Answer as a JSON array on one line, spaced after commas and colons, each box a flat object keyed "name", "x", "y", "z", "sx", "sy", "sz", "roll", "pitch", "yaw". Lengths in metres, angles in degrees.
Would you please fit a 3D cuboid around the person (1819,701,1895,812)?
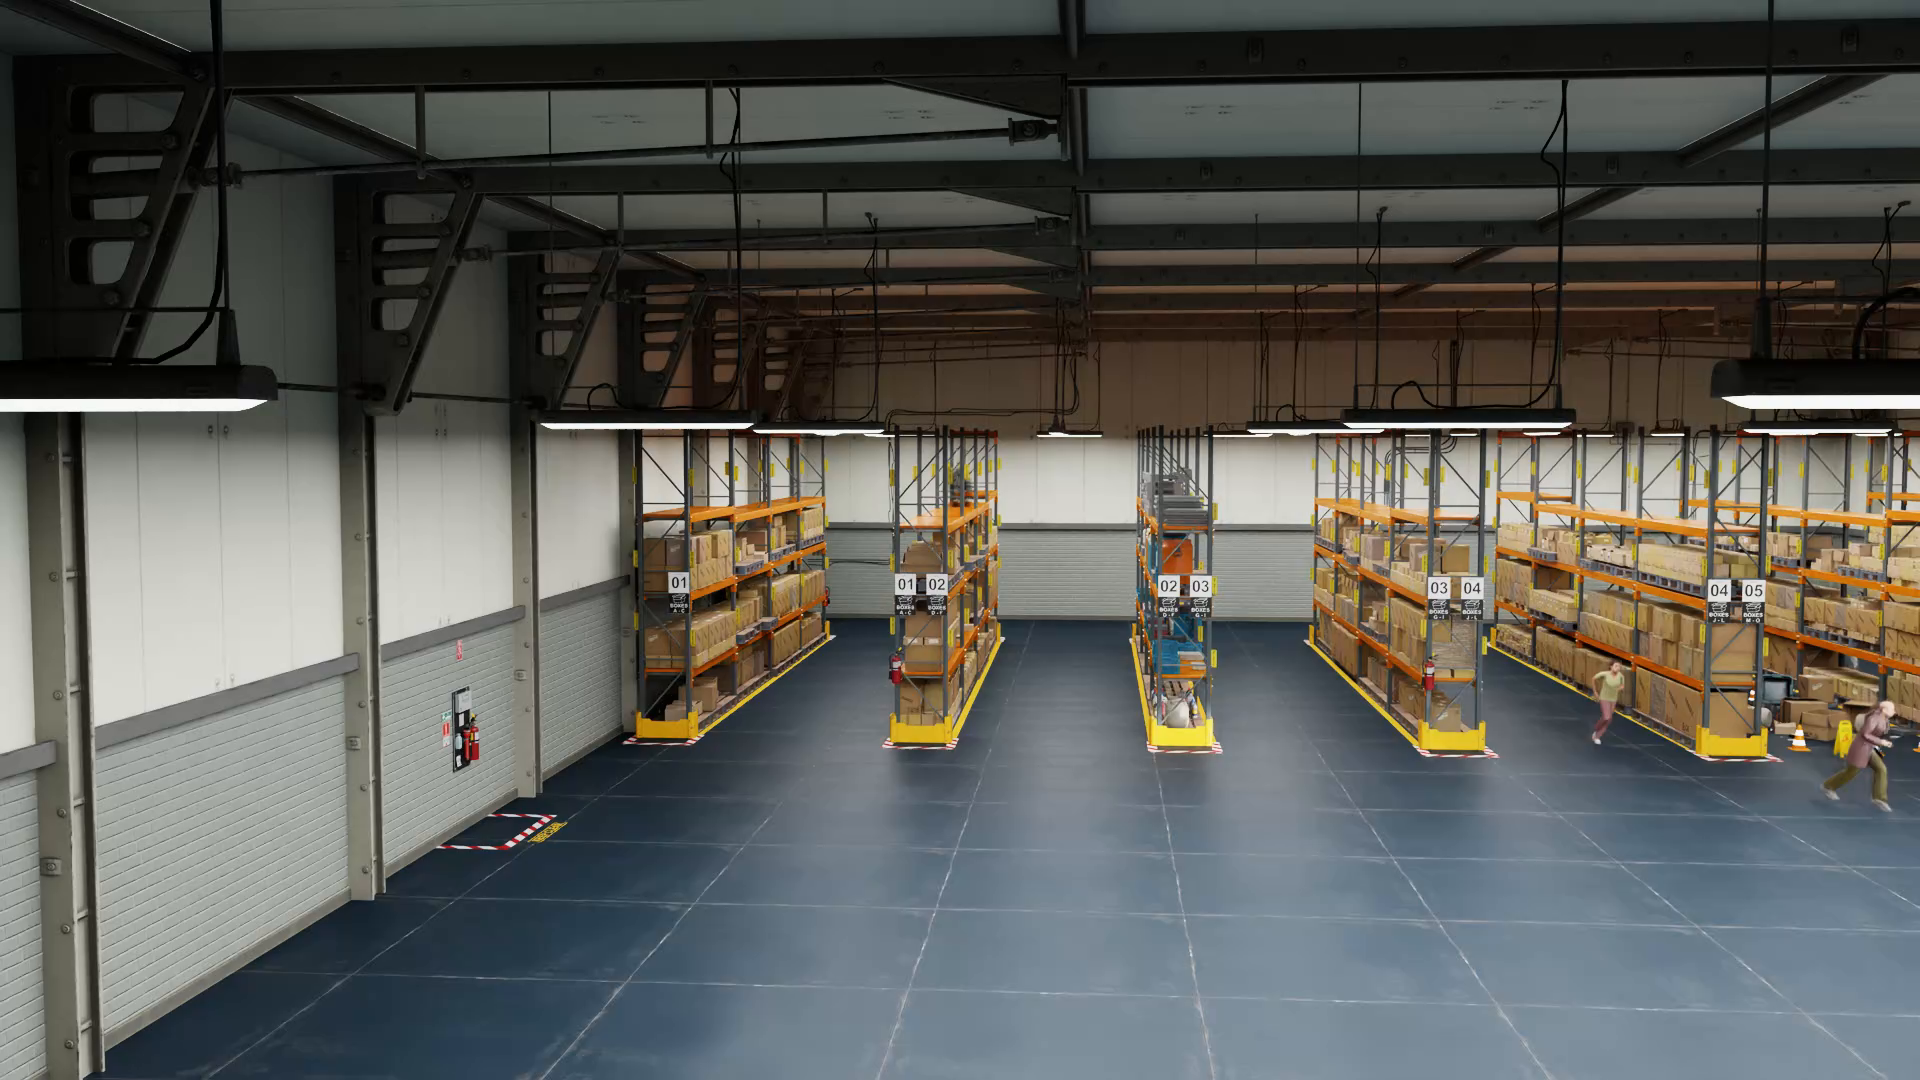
[{"name": "person", "x": 14.023, "y": 3.337, "z": 25.977, "sx": 1.064, "sy": 1.743, "sz": 0.755, "roll": 3, "pitch": 5, "yaw": 41}]

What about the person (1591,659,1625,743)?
[{"name": "person", "x": 12.222, "y": 3.034, "z": 31.324, "sx": 0.549, "sy": 1.612, "sz": 0.599, "roll": -1, "pitch": 4, "yaw": -12}]

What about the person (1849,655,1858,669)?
[{"name": "person", "x": 21.949, "y": 2.347, "z": 41.339, "sx": 0.692, "sy": 1.796, "sz": 0.889, "roll": 0, "pitch": 3, "yaw": 1}]
